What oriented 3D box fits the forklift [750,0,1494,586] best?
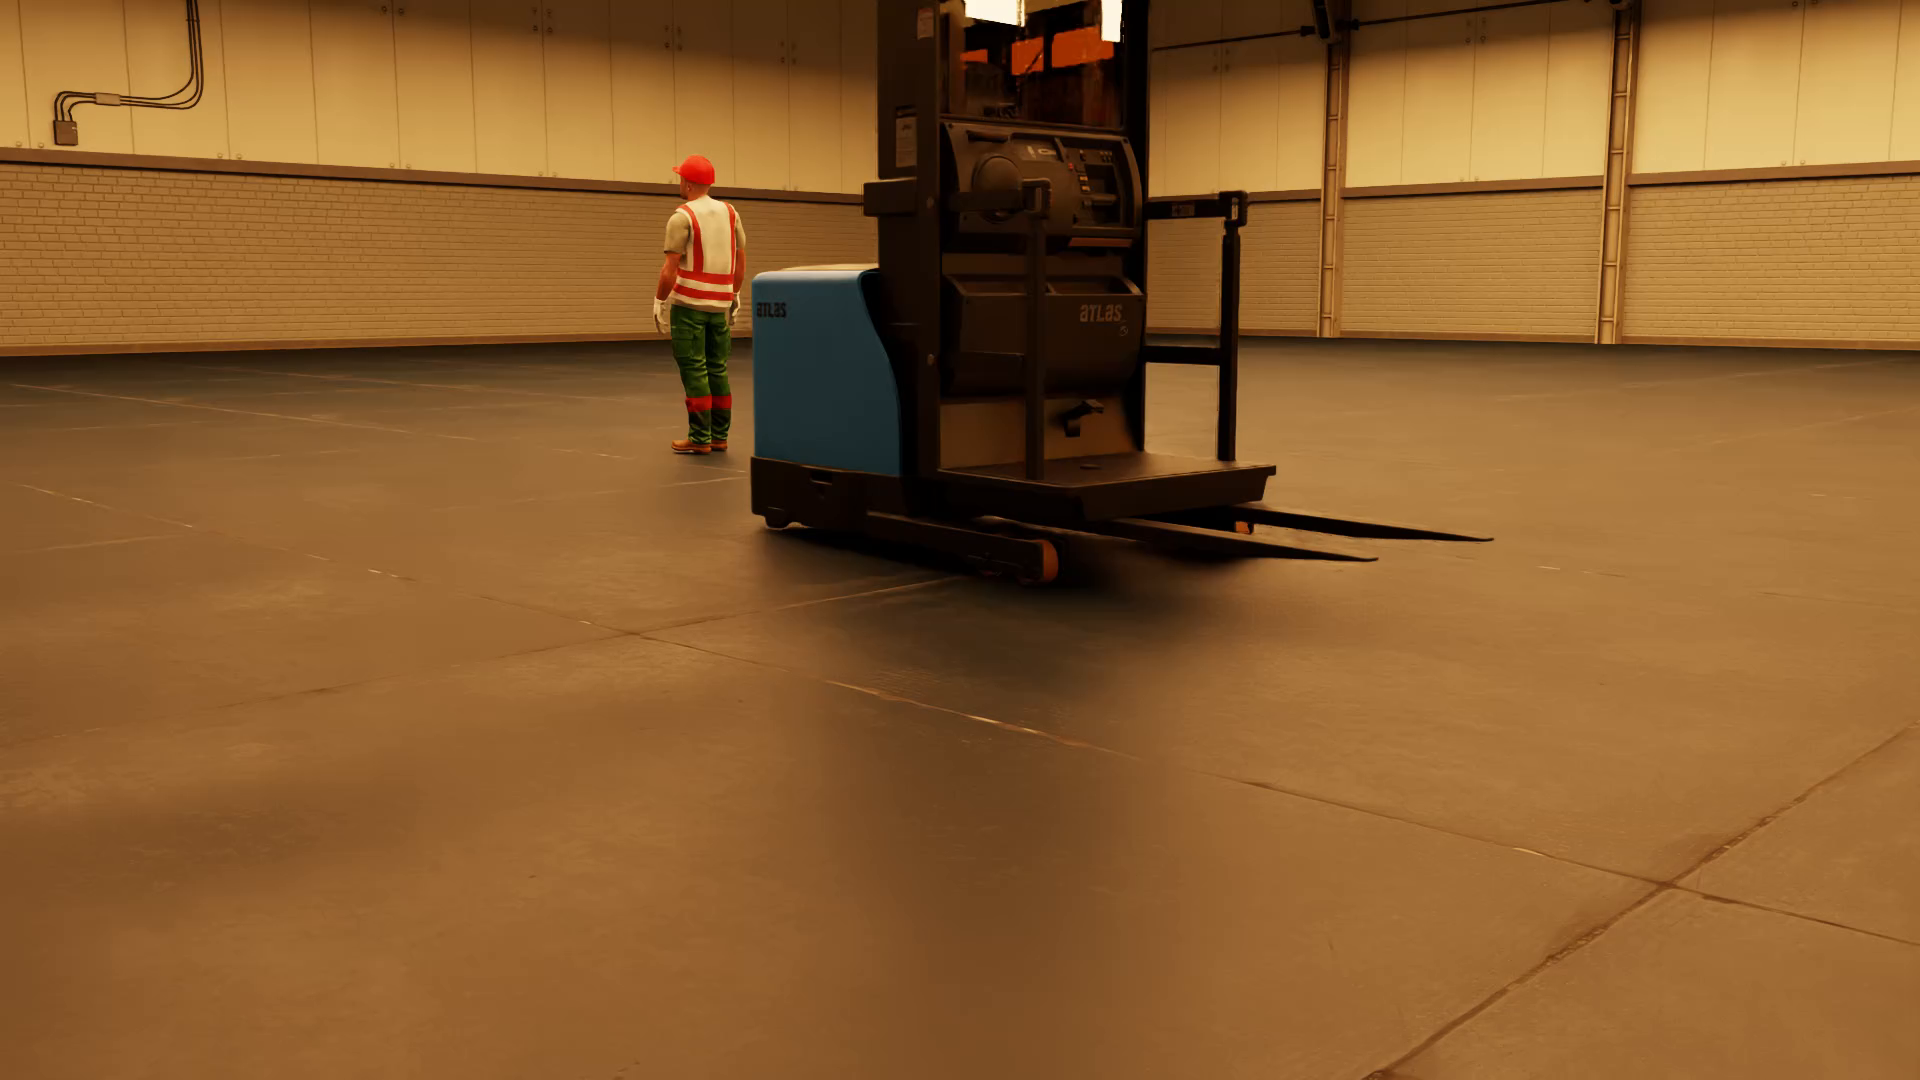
[{"bbox_3d":[0.457,-1.375,6.004,1.130,2.935,3.031,-7,11,-40],"label":"forklift"}]

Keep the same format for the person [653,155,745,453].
[{"bbox_3d":[-1.630,-1.431,10.160,0.564,1.788,0.637,8,12,43],"label":"person"}]
